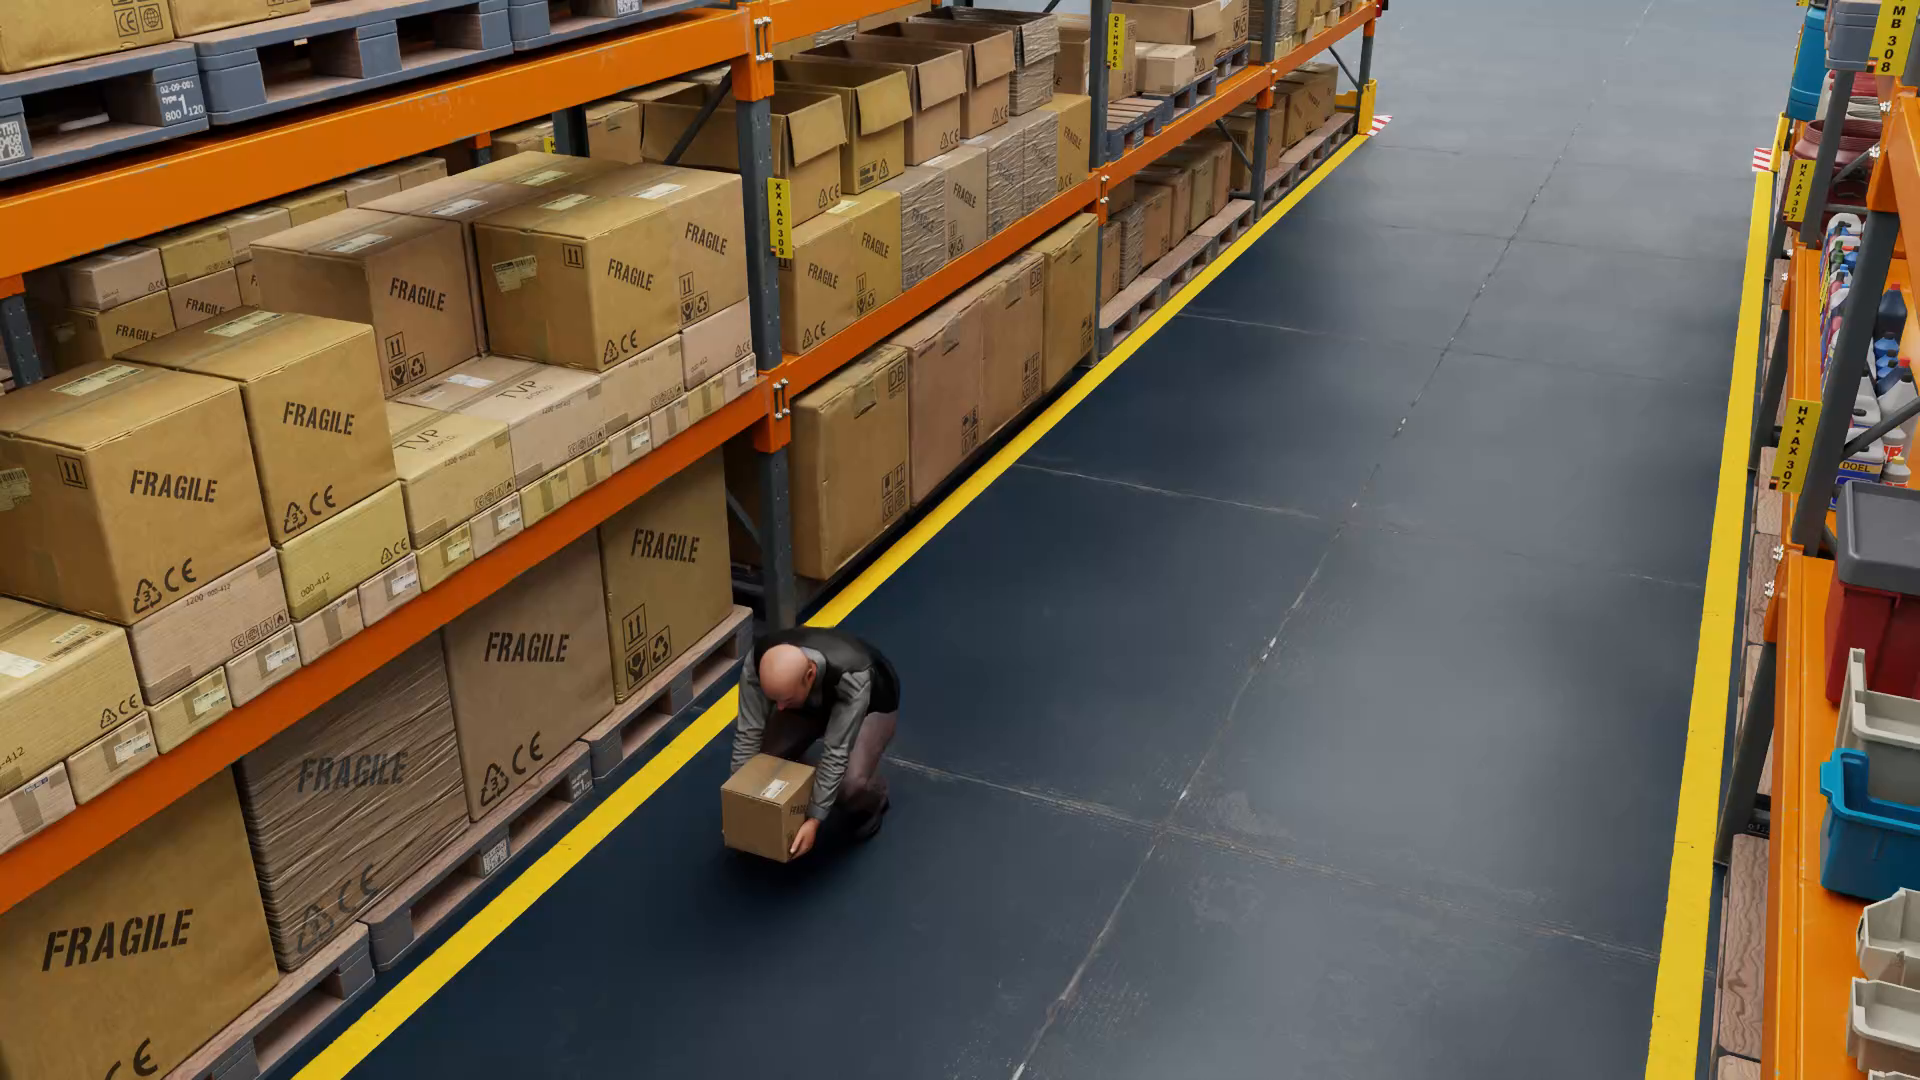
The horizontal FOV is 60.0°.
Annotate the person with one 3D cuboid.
[{"bbox_3d":[-0.534,0.682,6.112,0.519,0.972,0.857,11,28,21],"label":"person"}]
